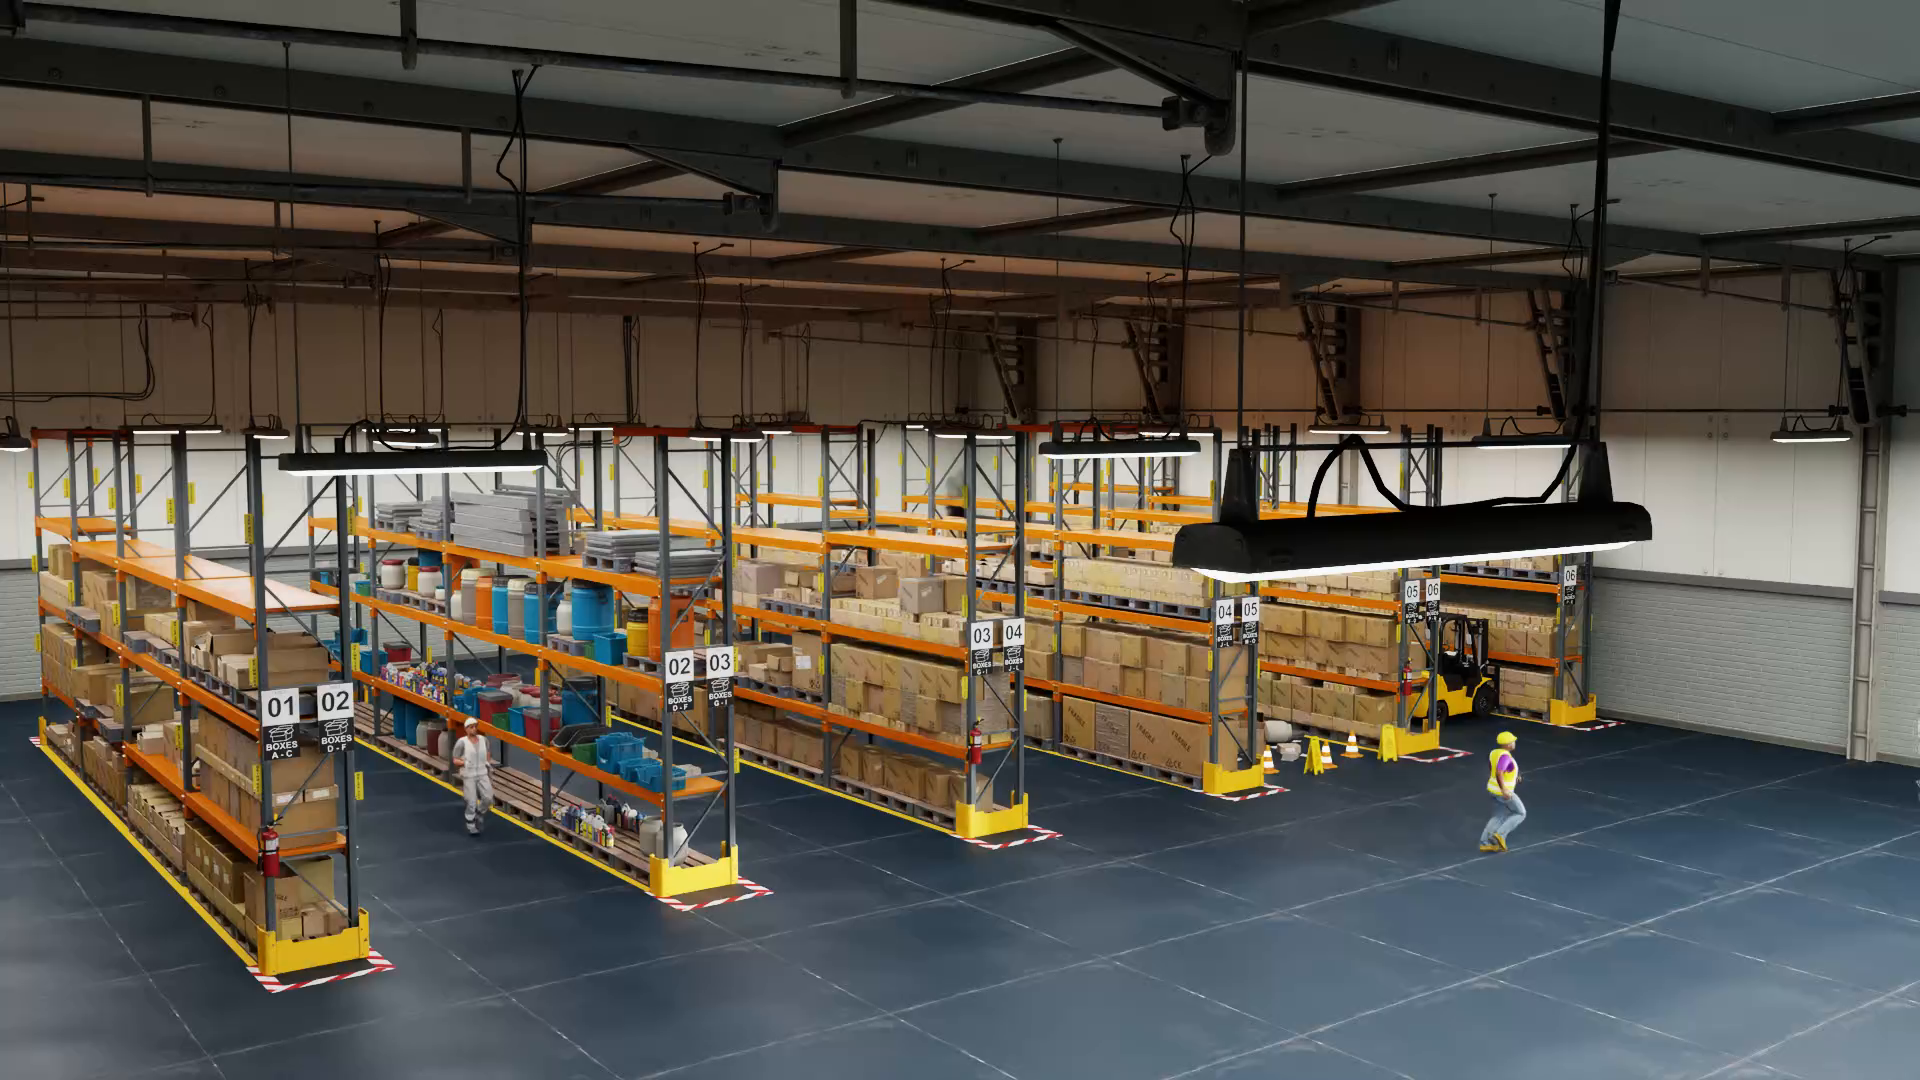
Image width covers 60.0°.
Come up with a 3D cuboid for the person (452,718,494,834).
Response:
[{"bbox_3d":[-7.159,3.507,24.629,0.641,1.746,0.601,-3,6,-38],"label":"person"}]

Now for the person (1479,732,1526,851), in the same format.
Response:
[{"bbox_3d":[7.779,3.590,23.790,0.717,1.705,0.619,-1,5,-10],"label":"person"}]
